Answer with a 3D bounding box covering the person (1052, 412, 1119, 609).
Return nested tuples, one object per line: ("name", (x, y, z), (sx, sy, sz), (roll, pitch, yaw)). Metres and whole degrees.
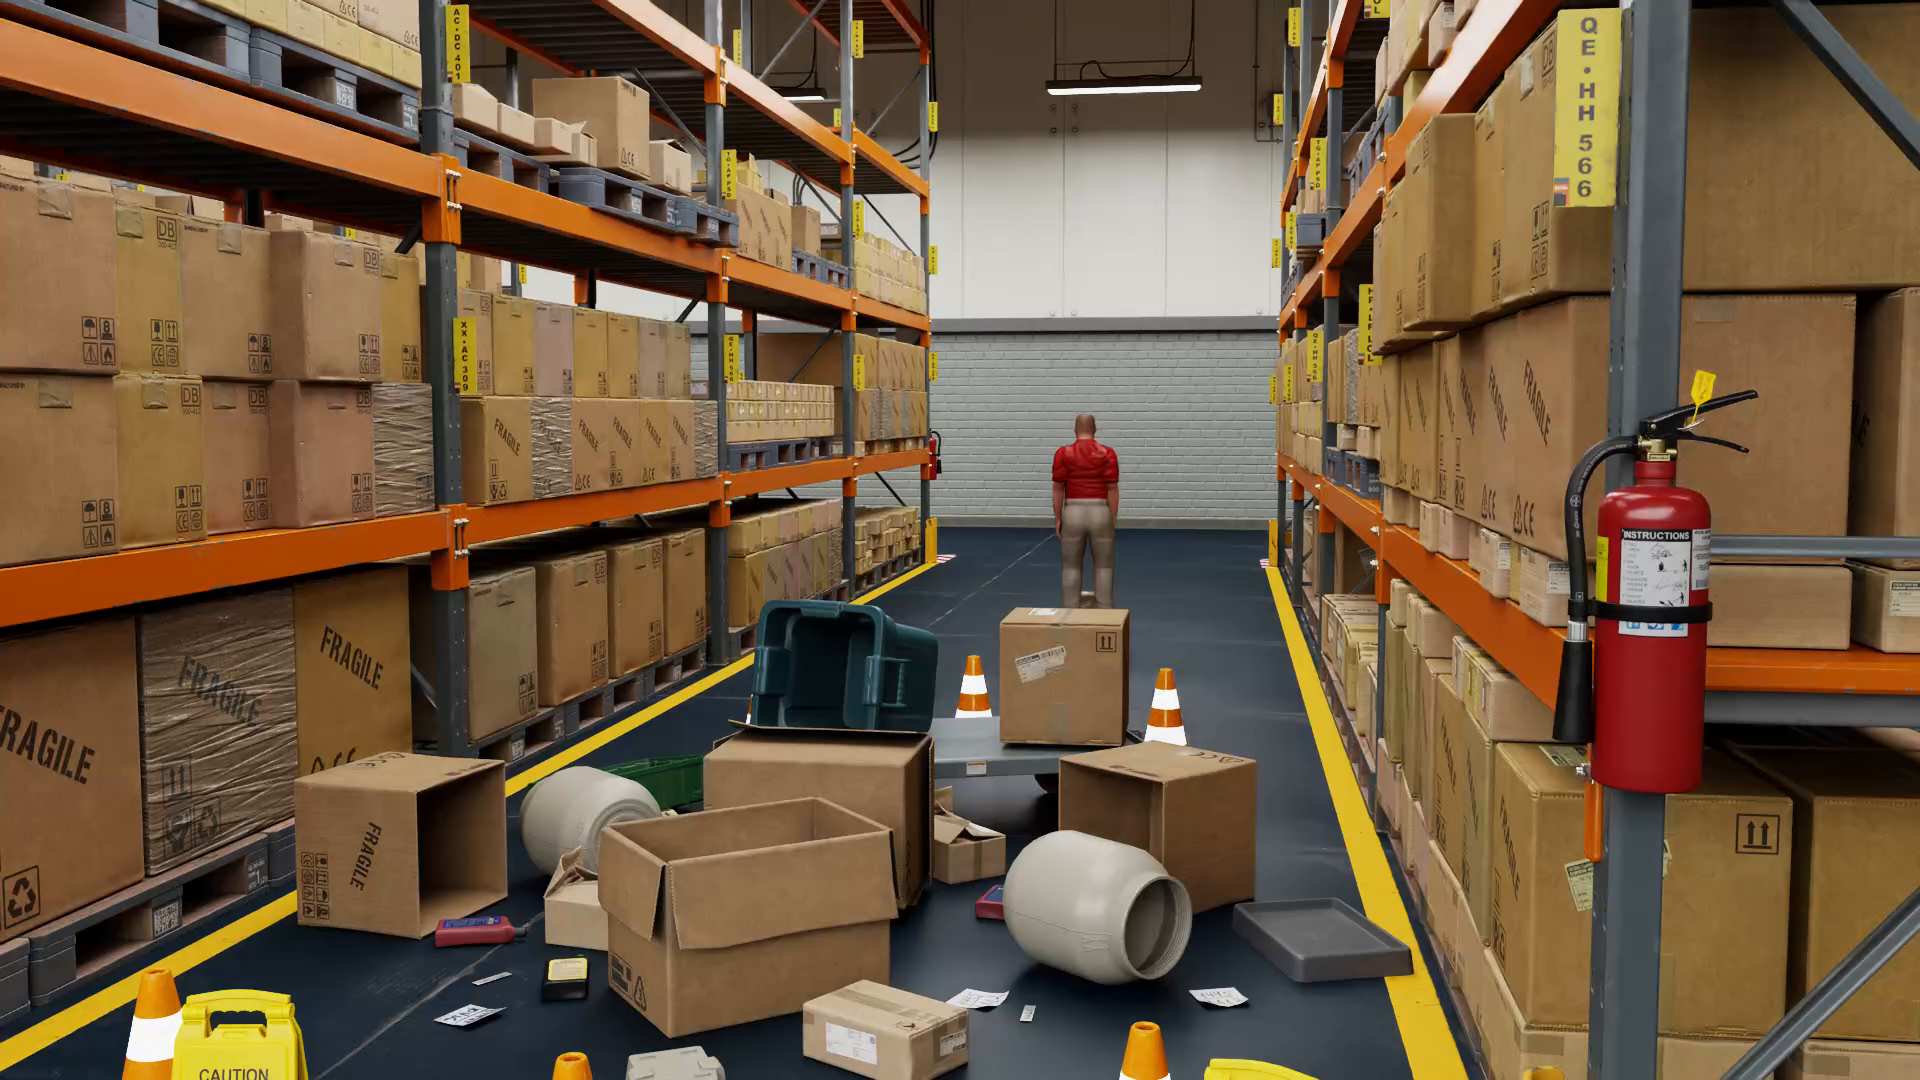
("person", (0.987, -0.136, 13.048), (0.526, 1.725, 0.360), (1, 4, 10))
